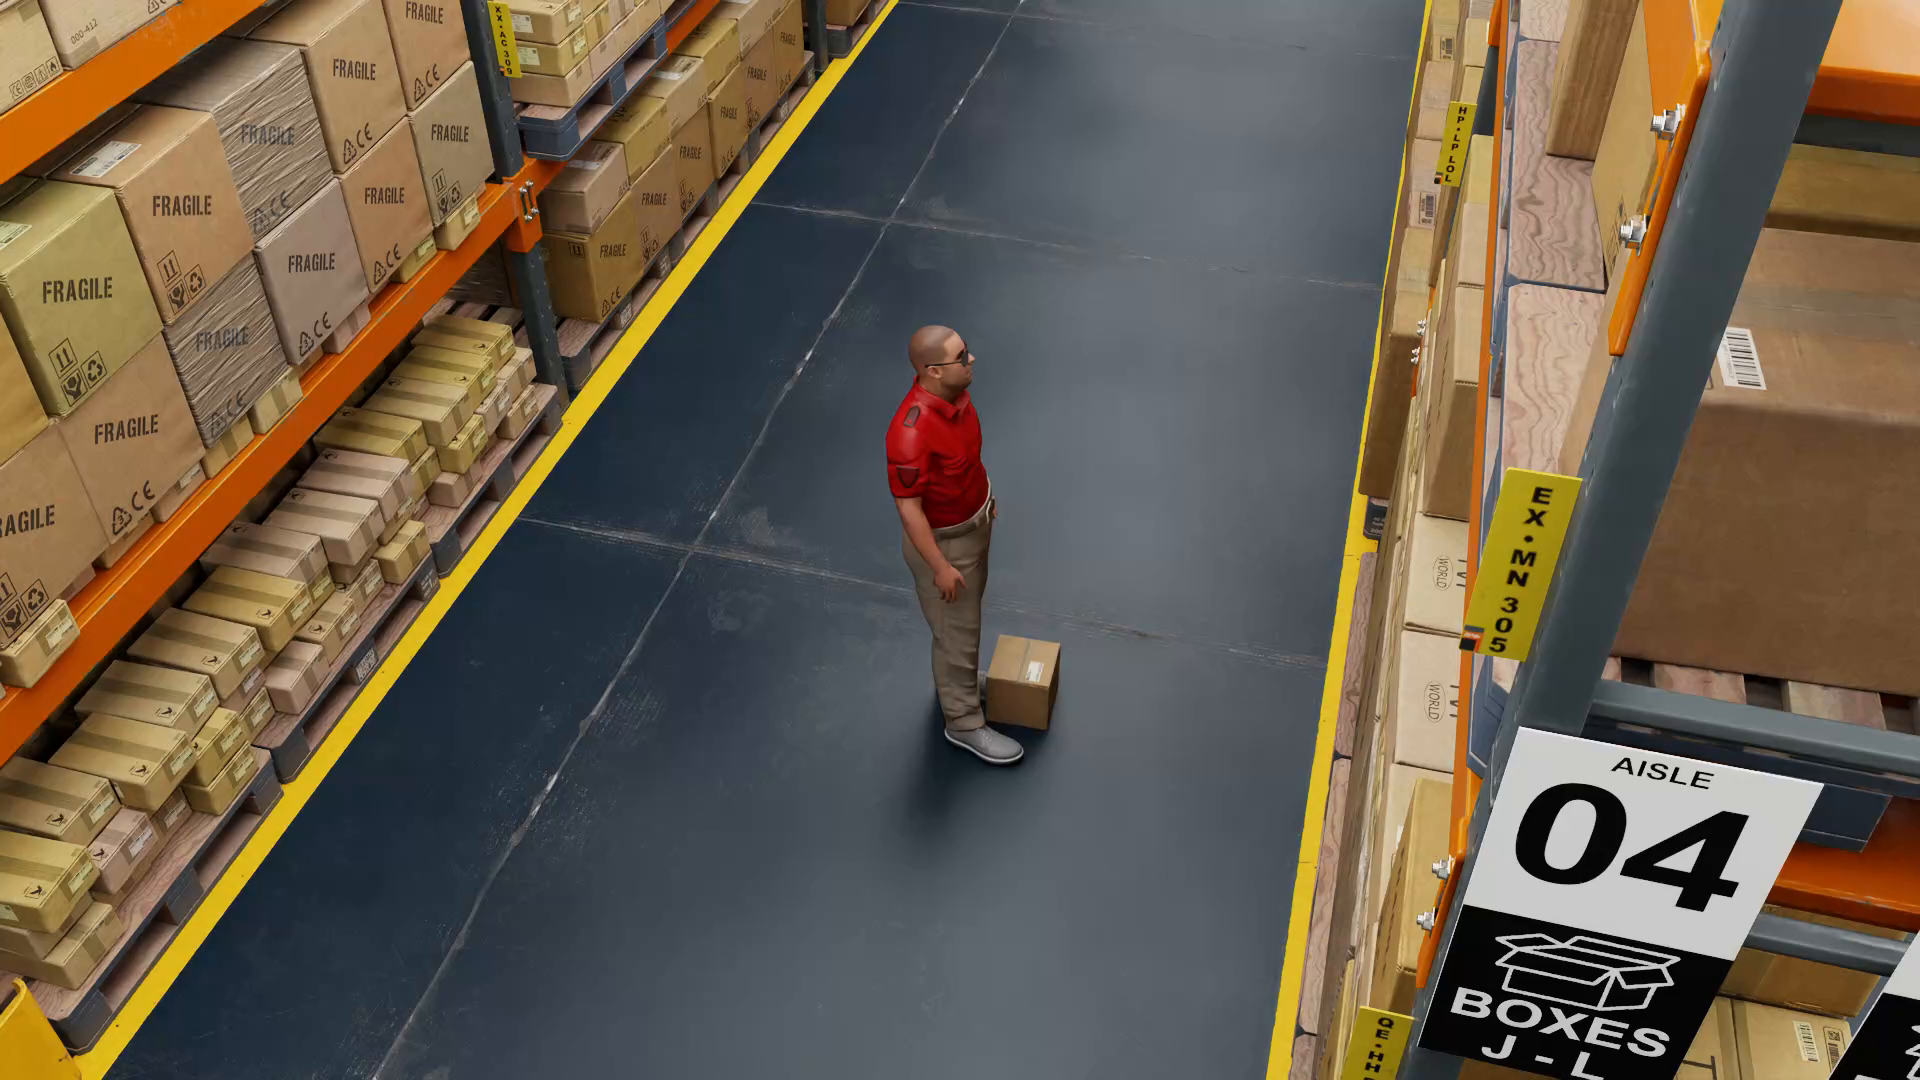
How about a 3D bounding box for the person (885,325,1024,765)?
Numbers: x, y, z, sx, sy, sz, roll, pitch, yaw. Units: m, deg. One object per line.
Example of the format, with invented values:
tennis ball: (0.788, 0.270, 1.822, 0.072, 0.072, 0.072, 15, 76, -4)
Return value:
person: (0.046, -0.009, 6.168, 0.551, 1.727, 0.635, 10, 42, 11)
